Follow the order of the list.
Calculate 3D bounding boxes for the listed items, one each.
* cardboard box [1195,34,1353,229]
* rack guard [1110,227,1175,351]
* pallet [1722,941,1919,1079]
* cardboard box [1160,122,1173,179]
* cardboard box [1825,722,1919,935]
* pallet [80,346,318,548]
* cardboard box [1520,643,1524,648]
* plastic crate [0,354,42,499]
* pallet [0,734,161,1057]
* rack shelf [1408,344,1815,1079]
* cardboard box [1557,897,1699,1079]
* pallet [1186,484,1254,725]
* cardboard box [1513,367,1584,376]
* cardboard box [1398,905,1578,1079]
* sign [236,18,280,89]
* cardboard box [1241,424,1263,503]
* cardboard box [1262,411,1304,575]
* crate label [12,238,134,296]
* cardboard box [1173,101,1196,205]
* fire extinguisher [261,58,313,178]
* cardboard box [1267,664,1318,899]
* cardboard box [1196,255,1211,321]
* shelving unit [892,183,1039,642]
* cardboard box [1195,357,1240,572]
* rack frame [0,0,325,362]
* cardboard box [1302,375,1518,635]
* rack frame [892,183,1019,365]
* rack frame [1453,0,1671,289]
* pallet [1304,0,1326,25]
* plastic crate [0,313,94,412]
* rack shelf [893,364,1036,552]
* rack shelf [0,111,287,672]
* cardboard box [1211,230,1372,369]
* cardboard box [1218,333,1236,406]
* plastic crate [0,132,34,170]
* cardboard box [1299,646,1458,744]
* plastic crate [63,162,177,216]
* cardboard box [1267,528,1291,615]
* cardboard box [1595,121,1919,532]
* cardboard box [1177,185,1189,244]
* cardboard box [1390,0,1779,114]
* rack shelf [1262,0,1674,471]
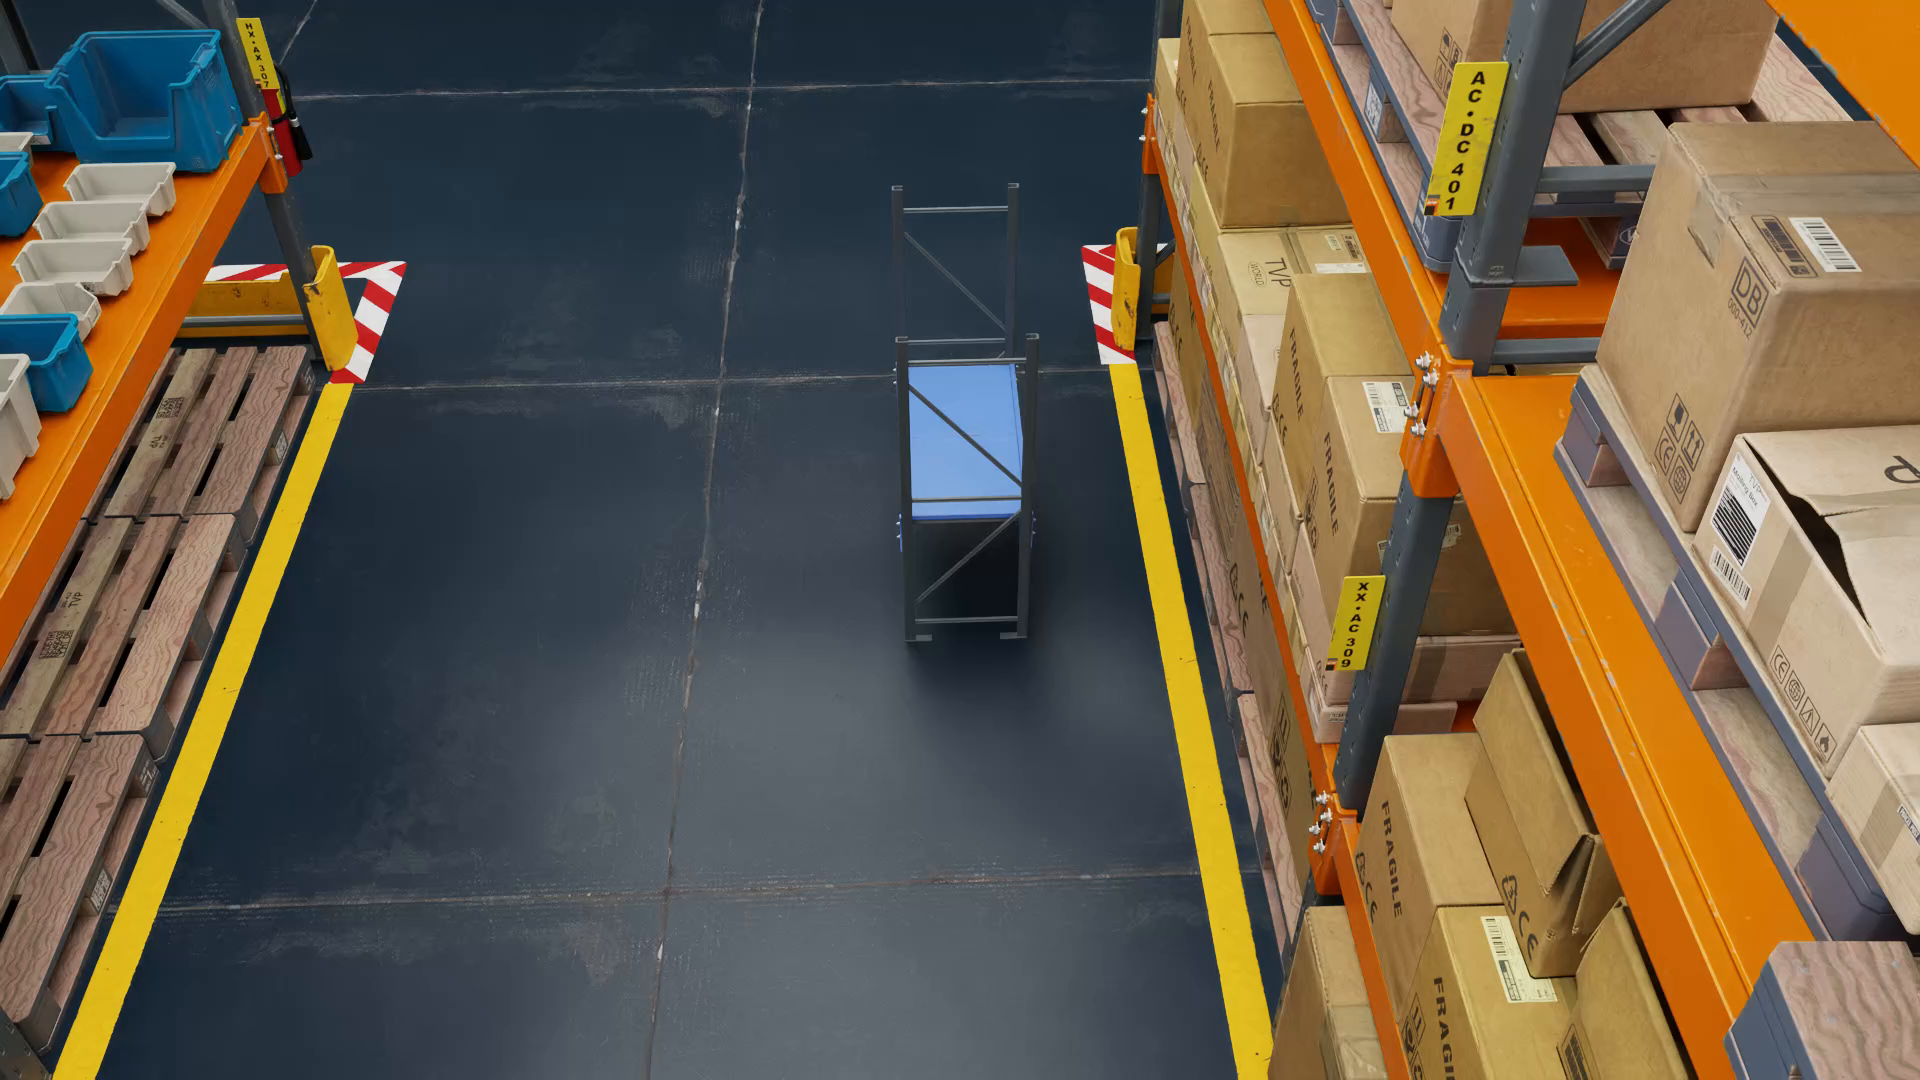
[{"bbox_3d":[1.158,-1.473,5.973,0.500,0.500,0.500,-3,43,-3],"label":"cardboard box"},{"bbox_3d":[1.357,-1.255,8.250,1.175,0.500,0.348,-2,43,-2],"label":"rack guard"},{"bbox_3d":[1.567,1.016,1.842,1.003,0.211,1.213,0,43,0],"label":"pallet"},{"bbox_3d":[1.056,-1.646,7.012,0.380,0.149,0.250,-2,43,-2],"label":"cardboard box"},{"bbox_3d":[1.441,0.381,2.269,0.380,0.149,0.250,-3,43,-4],"label":"cardboard box"},{"bbox_3d":[-3.594,-0.433,7.566,1.003,0.211,1.213,-2,43,-2],"label":"pallet"},{"bbox_3d":[1.770,0.161,4.746,0.500,0.250,0.500,-2,43,-3],"label":"cardboard box"},{"bbox_3d":[-3.301,-0.333,5.436,0.437,0.282,0.530,-2,43,-2],"label":"plastic crate"},{"bbox_3d":[-3.491,1.214,5.769,1.003,0.211,1.213,-2,43,-2],"label":"pallet"},{"bbox_3d":[1.613,1.049,2.198,1.077,0.370,4.000,-2,43,-2],"label":"rack shelf"},{"bbox_3d":[1.581,1.028,3.093,0.797,0.503,0.637,-1,43,-1],"label":"cardboard box"},{"bbox_3d":[1.519,0.226,6.847,1.003,0.211,1.213,-2,43,-2],"label":"pallet"},{"bbox_3d":[1.763,-0.122,4.499,0.500,0.500,0.500,-2,43,-2],"label":"cardboard box"},{"bbox_3d":[1.320,1.160,3.691,0.500,0.500,0.500,-2,43,-2],"label":"cardboard box"},{"bbox_3d":[-3.041,-2.105,7.206,0.100,0.325,0.005,-2,43,-2],"label":"sign"},{"bbox_3d":[1.144,-0.259,5.498,0.380,0.149,0.250,-1,43,-1],"label":"cardboard box"},{"bbox_3d":[1.223,-0.155,5.090,0.500,0.250,0.500,0,43,-1],"label":"cardboard box"},{"bbox_3d":[-3.341,-1.015,6.288,0.396,0.136,0.243,-2,43,-2],"label":"crate label"},{"bbox_3d":[1.137,-1.533,6.593,0.500,0.250,0.500,-2,43,-2],"label":"cardboard box"},{"bbox_3d":[-3.143,-1.967,7.510,0.296,0.674,0.183,-2,43,-2],"label":"fire extinguisher"},{"bbox_3d":[1.580,0.720,5.506,0.875,0.875,0.875,-2,43,-2],"label":"cardboard box"},{"bbox_3d":[1.101,-0.951,6.254,0.380,0.149,0.250,-2,43,-2],"label":"cardboard box"},{"bbox_3d":[0.004,-0.495,6.680,0.538,1.500,1.048,-2,43,-2],"label":"shelving unit"},{"bbox_3d":[1.504,-0.488,6.824,0.875,0.875,0.875,-2,43,-2],"label":"cardboard box"},{"bbox_3d":[-3.590,-2.019,7.232,1.000,3.000,0.127,-2,43,-2],"label":"rack frame"},{"bbox_3d":[1.241,-0.094,4.468,0.500,0.500,0.500,-1,43,-1],"label":"cardboard box"},{"bbox_3d":[-0.018,-0.838,7.055,0.500,1.500,0.032,-2,43,-2],"label":"rack frame"},{"bbox_3d":[1.528,-1.672,2.414,1.000,3.000,0.127,-2,43,-2],"label":"rack frame"},{"bbox_3d":[1.455,-1.908,4.957,1.003,0.211,1.213,-2,43,-2],"label":"pallet"},{"bbox_3d":[-3.247,-0.600,5.764,0.416,0.233,0.300,-2,43,-2],"label":"plastic crate"},{"bbox_3d":[0.004,-0.363,6.802,0.538,0.185,1.000,-2,43,-2],"label":"rack shelf"},{"bbox_3d":[-3.505,-0.403,6.002,1.077,0.370,4.000,-2,43,-2],"label":"rack shelf"},{"bbox_3d":[1.183,-0.841,5.839,0.500,0.250,0.500,-2,43,-3],"label":"cardboard box"},{"bbox_3d":[1.123,-0.604,5.874,0.380,0.149,0.250,-1,43,-1],"label":"cardboard box"},{"bbox_3d":[-3.978,-1.548,6.870,0.250,0.136,0.298,-2,43,-2],"label":"plastic crate"},{"bbox_3d":[1.188,0.436,4.740,0.380,0.149,0.250,-1,43,-2],"label":"cardboard box"},{"bbox_3d":[-3.375,-1.398,6.706,0.396,0.136,0.243,-2,43,-2],"label":"plastic crate"},{"bbox_3d":[1.166,0.089,5.119,0.380,0.149,0.250,-2,43,-3],"label":"cardboard box"},{"bbox_3d":[1.563,-0.366,2.825,0.700,0.500,0.500,-1,43,-1],"label":"cardboard box"},{"bbox_3d":[1.079,-1.297,6.631,0.380,0.149,0.250,-2,43,-2],"label":"cardboard box"},{"bbox_3d":[1.435,-1.321,3.793,0.700,0.500,0.500,-4,43,-4],"label":"cardboard box"},{"bbox_3d":[1.443,-1.651,5.144,1.077,0.370,4.000,-2,43,-2],"label":"rack shelf"}]
